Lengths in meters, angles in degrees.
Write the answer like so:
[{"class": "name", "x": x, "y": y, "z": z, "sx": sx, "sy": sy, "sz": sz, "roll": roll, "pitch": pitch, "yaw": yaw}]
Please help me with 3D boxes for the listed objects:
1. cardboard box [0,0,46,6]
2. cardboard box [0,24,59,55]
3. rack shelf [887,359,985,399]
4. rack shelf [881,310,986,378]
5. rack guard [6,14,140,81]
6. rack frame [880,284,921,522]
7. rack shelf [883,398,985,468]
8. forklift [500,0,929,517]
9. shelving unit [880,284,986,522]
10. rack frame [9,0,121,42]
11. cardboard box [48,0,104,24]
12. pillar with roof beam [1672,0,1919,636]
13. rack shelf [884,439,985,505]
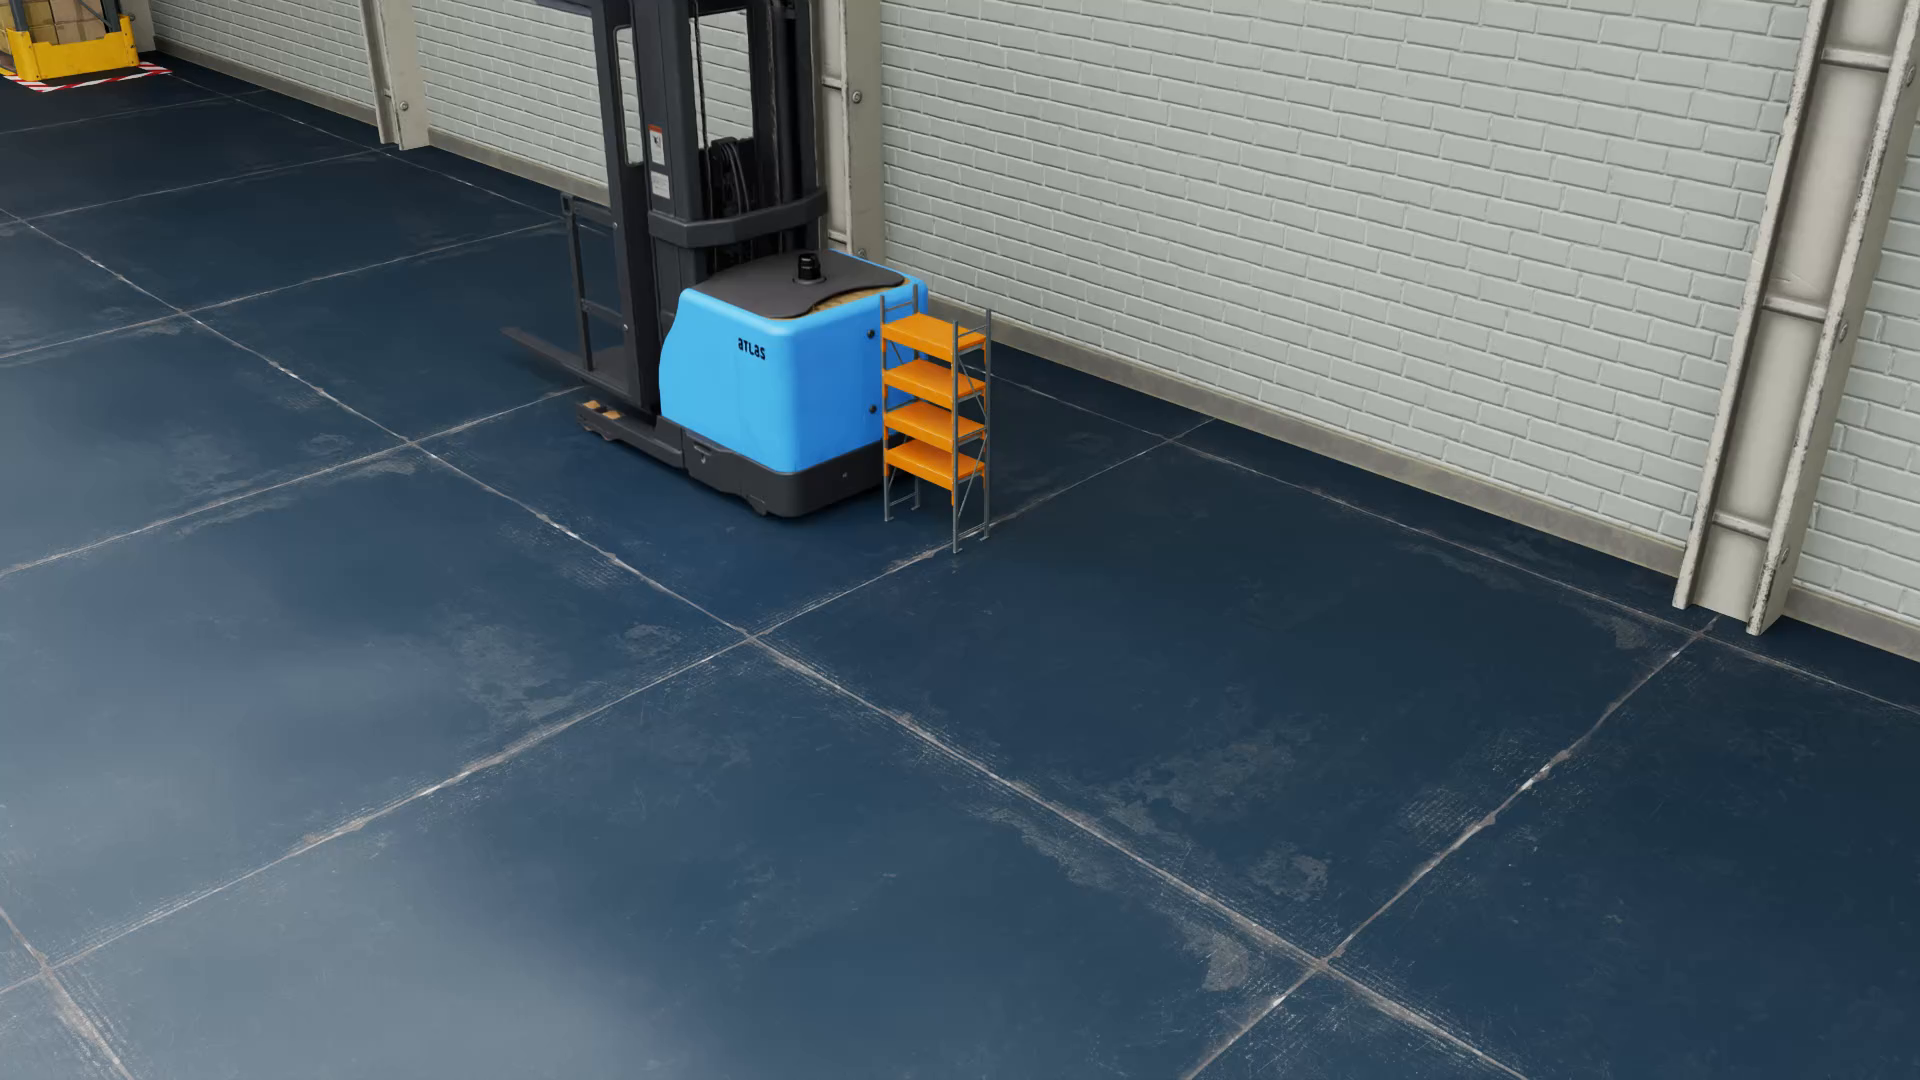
[{"class": "cardboard box", "x": -9.984, "y": -5.818, "z": 17.520, "sx": 0.500, "sy": 0.250, "sz": 0.500, "roll": -24, "pitch": 36, "yaw": -38}, {"class": "cardboard box", "x": -9.994, "y": -5.377, "z": 17.756, "sx": 0.500, "sy": 0.250, "sz": 0.500, "roll": 25, "pitch": 37, "yaw": 39}, {"class": "rack shelf", "x": -0.118, "y": -0.771, "z": 7.976, "sx": 0.457, "sy": 0.021, "sz": 0.221, "roll": 25, "pitch": 36, "yaw": 38}, {"class": "rack shelf", "x": -0.118, "y": -0.933, "z": 7.891, "sx": 0.480, "sy": 0.148, "sz": 0.258, "roll": 25, "pitch": 36, "yaw": 38}, {"class": "rack guard", "x": -9.420, "y": -5.246, "z": 17.689, "sx": 0.348, "sy": 0.500, "sz": 1.175, "roll": 25, "pitch": 36, "yaw": 38}, {"class": "rack frame", "x": -0.292, "y": -0.665, "z": 8.225, "sx": 0.015, "sy": 1.200, "sz": 0.240, "roll": 25, "pitch": 36, "yaw": 38}, {"class": "rack shelf", "x": -0.118, "y": -0.526, "z": 8.105, "sx": 0.480, "sy": 0.148, "sz": 0.258, "roll": 25, "pitch": 36, "yaw": 38}, {"class": "forklift", "x": -1.537, "y": -2.001, "z": 8.905, "sx": 1.130, "sy": 2.935, "sz": 3.031, "roll": -24, "pitch": 36, "yaw": -38}, {"class": "shelving unit", "x": -0.122, "y": -0.587, "z": 8.077, "sx": 0.492, "sy": 1.200, "sz": 0.258, "roll": 25, "pitch": 36, "yaw": 38}, {"class": "rack frame", "x": -15.431, "y": -8.735, "z": 18.622, "sx": 12.086, "sy": 5.808, "sz": 5.935, "roll": 25, "pitch": 36, "yaw": 38}, {"class": "cardboard box", "x": -9.627, "y": -5.772, "z": 17.971, "sx": 0.500, "sy": 0.250, "sz": 0.500, "roll": -25, "pitch": 36, "yaw": -38}, {"class": "pillar with roof beam", "x": 0.515, "y": -2.239, "z": 2.840, "sx": 0.400, "sy": 9.000, "sz": 9.100, "roll": 25, "pitch": 36, "yaw": 38}, {"class": "rack shelf", "x": -0.118, "y": -0.350, "z": 8.197, "sx": 0.480, "sy": 0.148, "sz": 0.258, "roll": 25, "pitch": 36, "yaw": 38}]
